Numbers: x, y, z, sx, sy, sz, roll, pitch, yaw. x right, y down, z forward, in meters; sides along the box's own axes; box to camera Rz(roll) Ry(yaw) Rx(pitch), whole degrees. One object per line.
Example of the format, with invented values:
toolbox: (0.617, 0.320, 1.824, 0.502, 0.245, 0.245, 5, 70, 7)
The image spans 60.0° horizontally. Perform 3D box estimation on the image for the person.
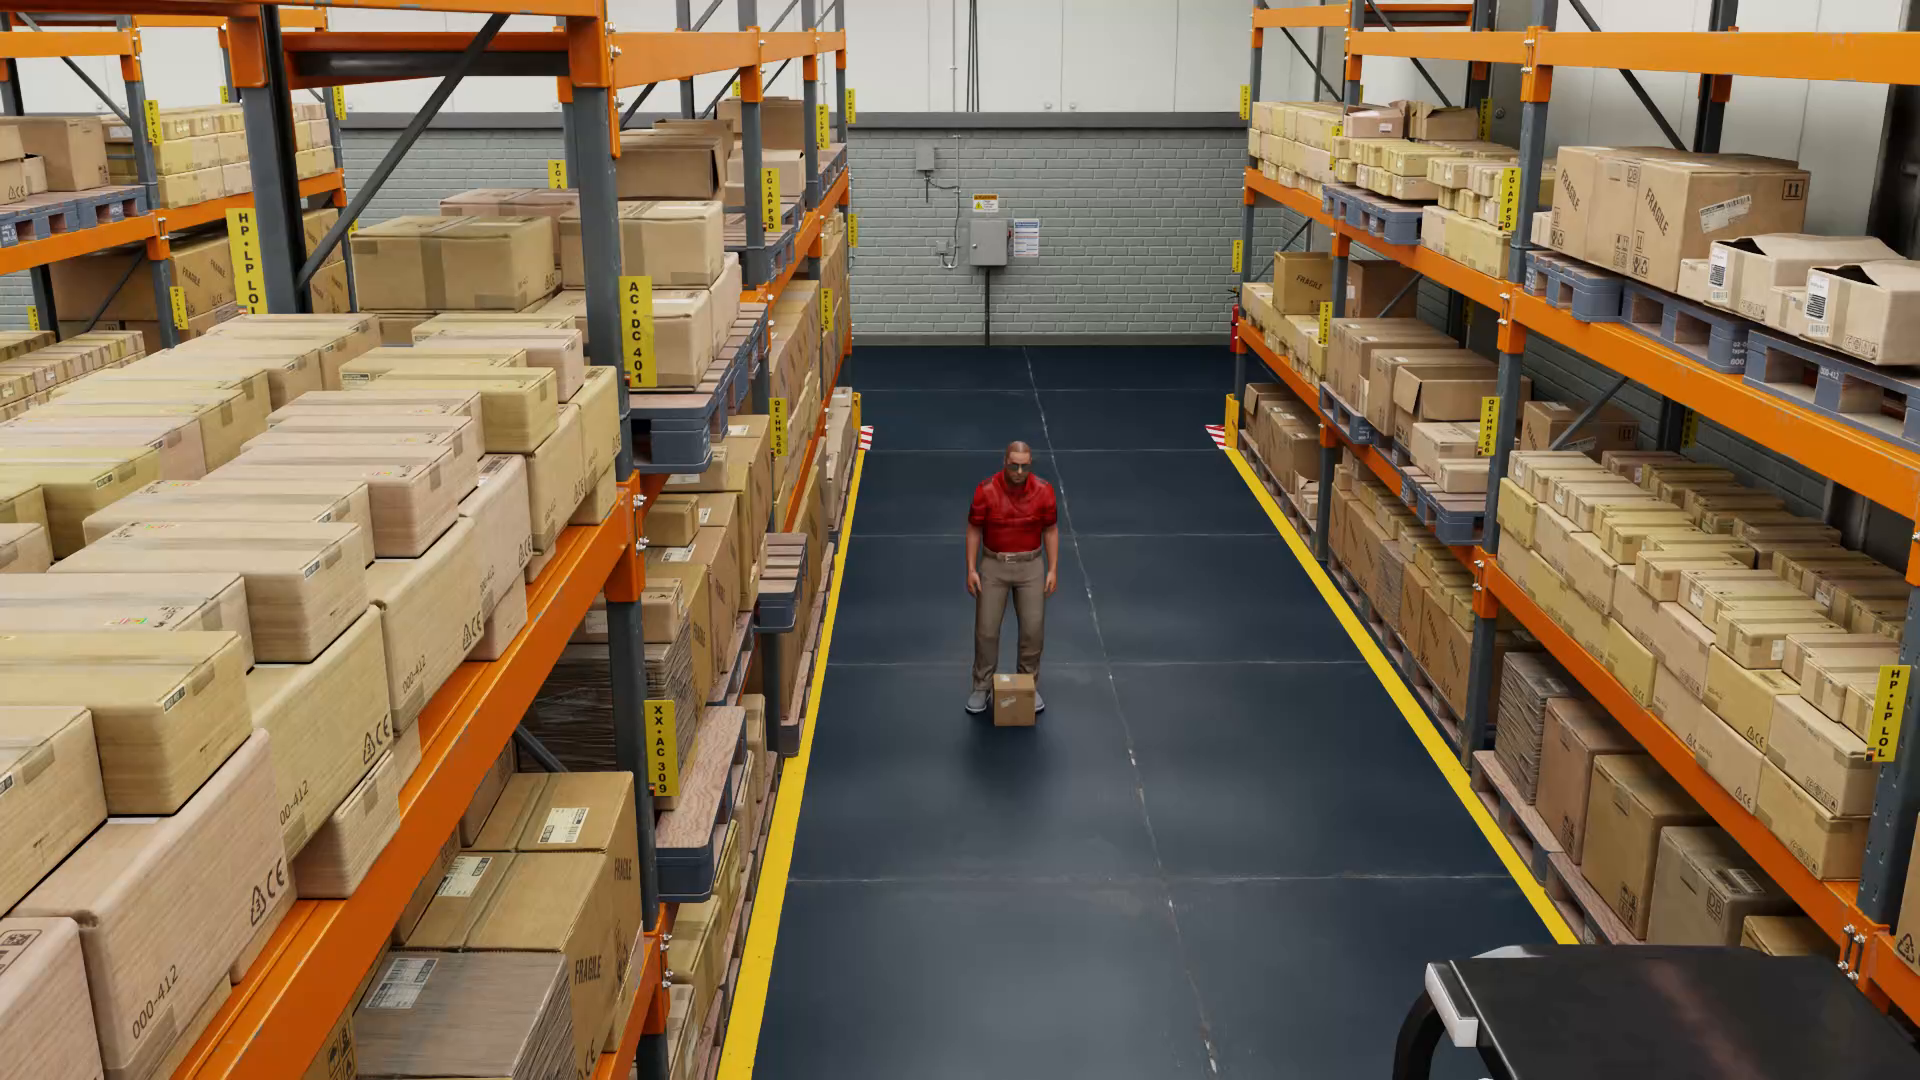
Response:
person: (0.324, 0.213, 10.372, 0.590, 1.725, 0.392, -1, 17, -3)
